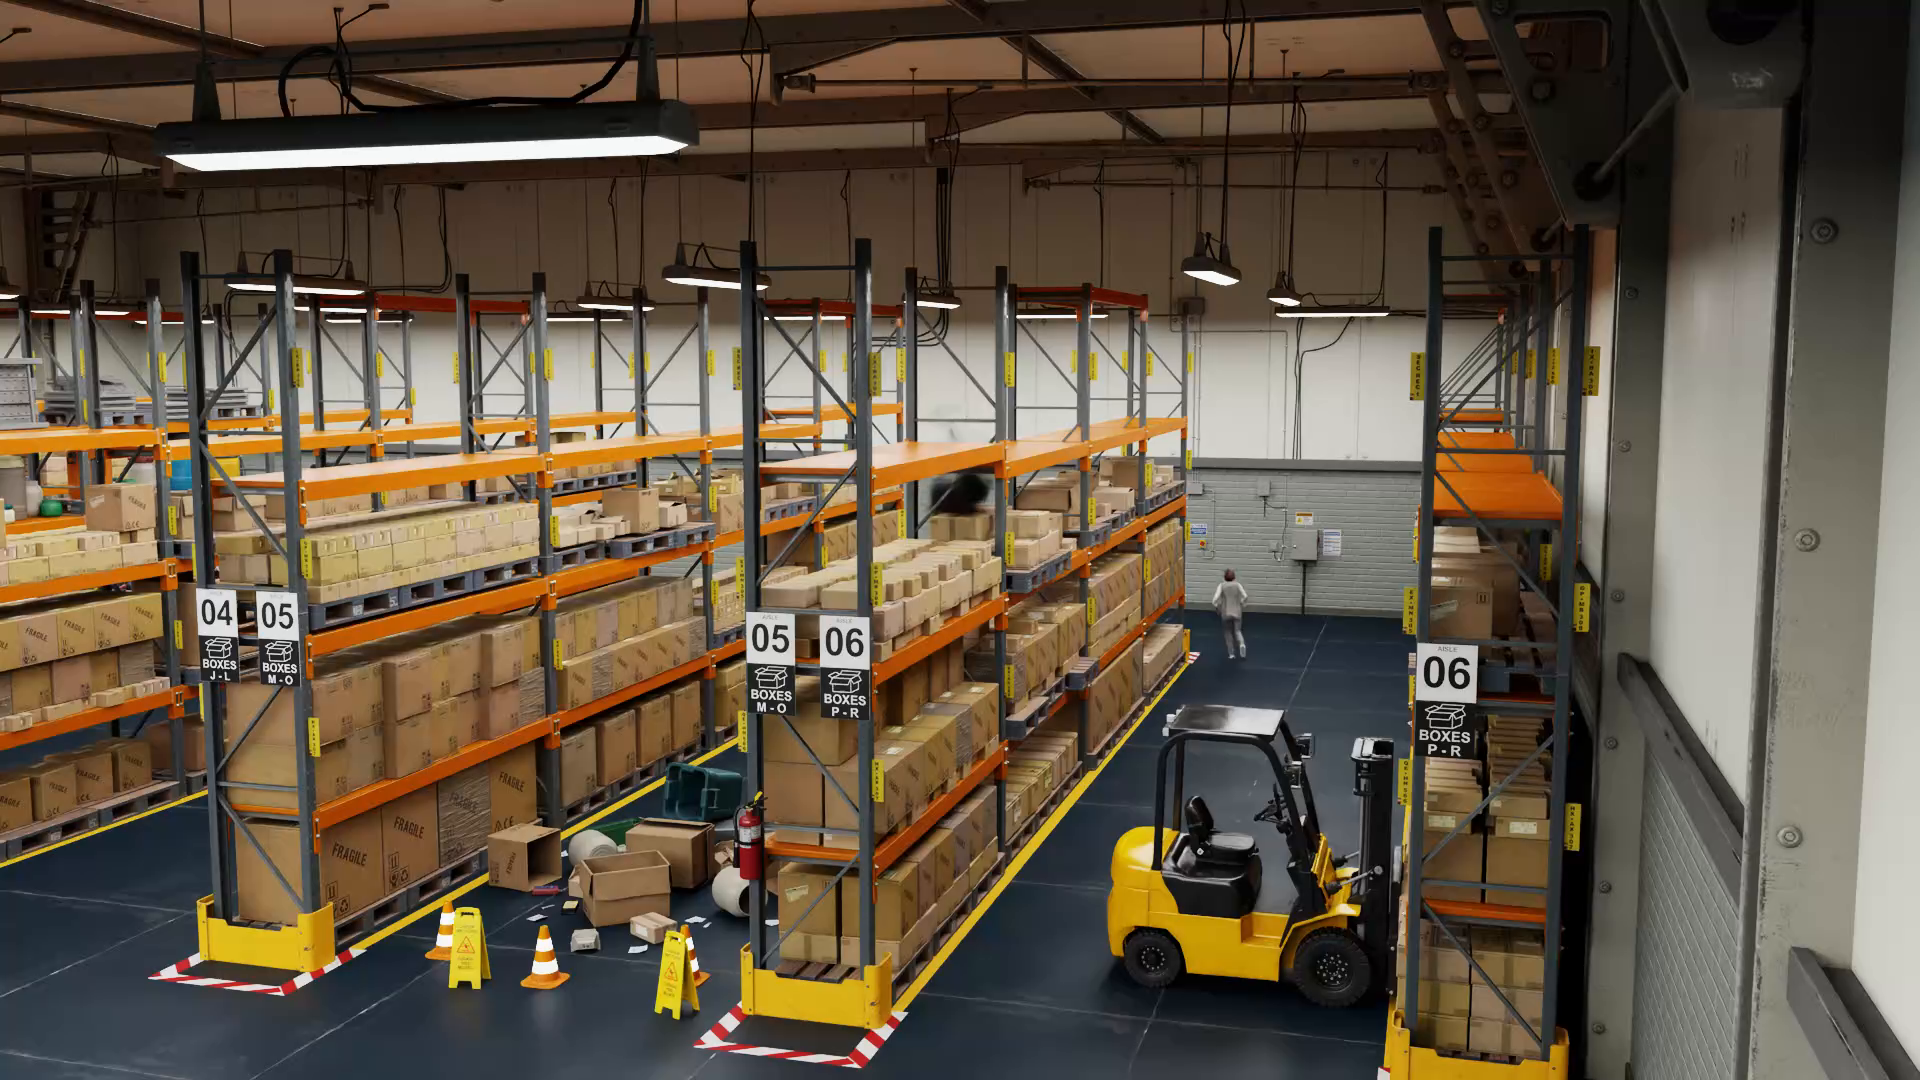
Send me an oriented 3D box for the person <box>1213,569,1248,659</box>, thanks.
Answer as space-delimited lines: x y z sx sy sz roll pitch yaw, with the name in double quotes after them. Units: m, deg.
4.546 1.275 28.018 0.583 1.590 0.629 0 6 0 "person"
